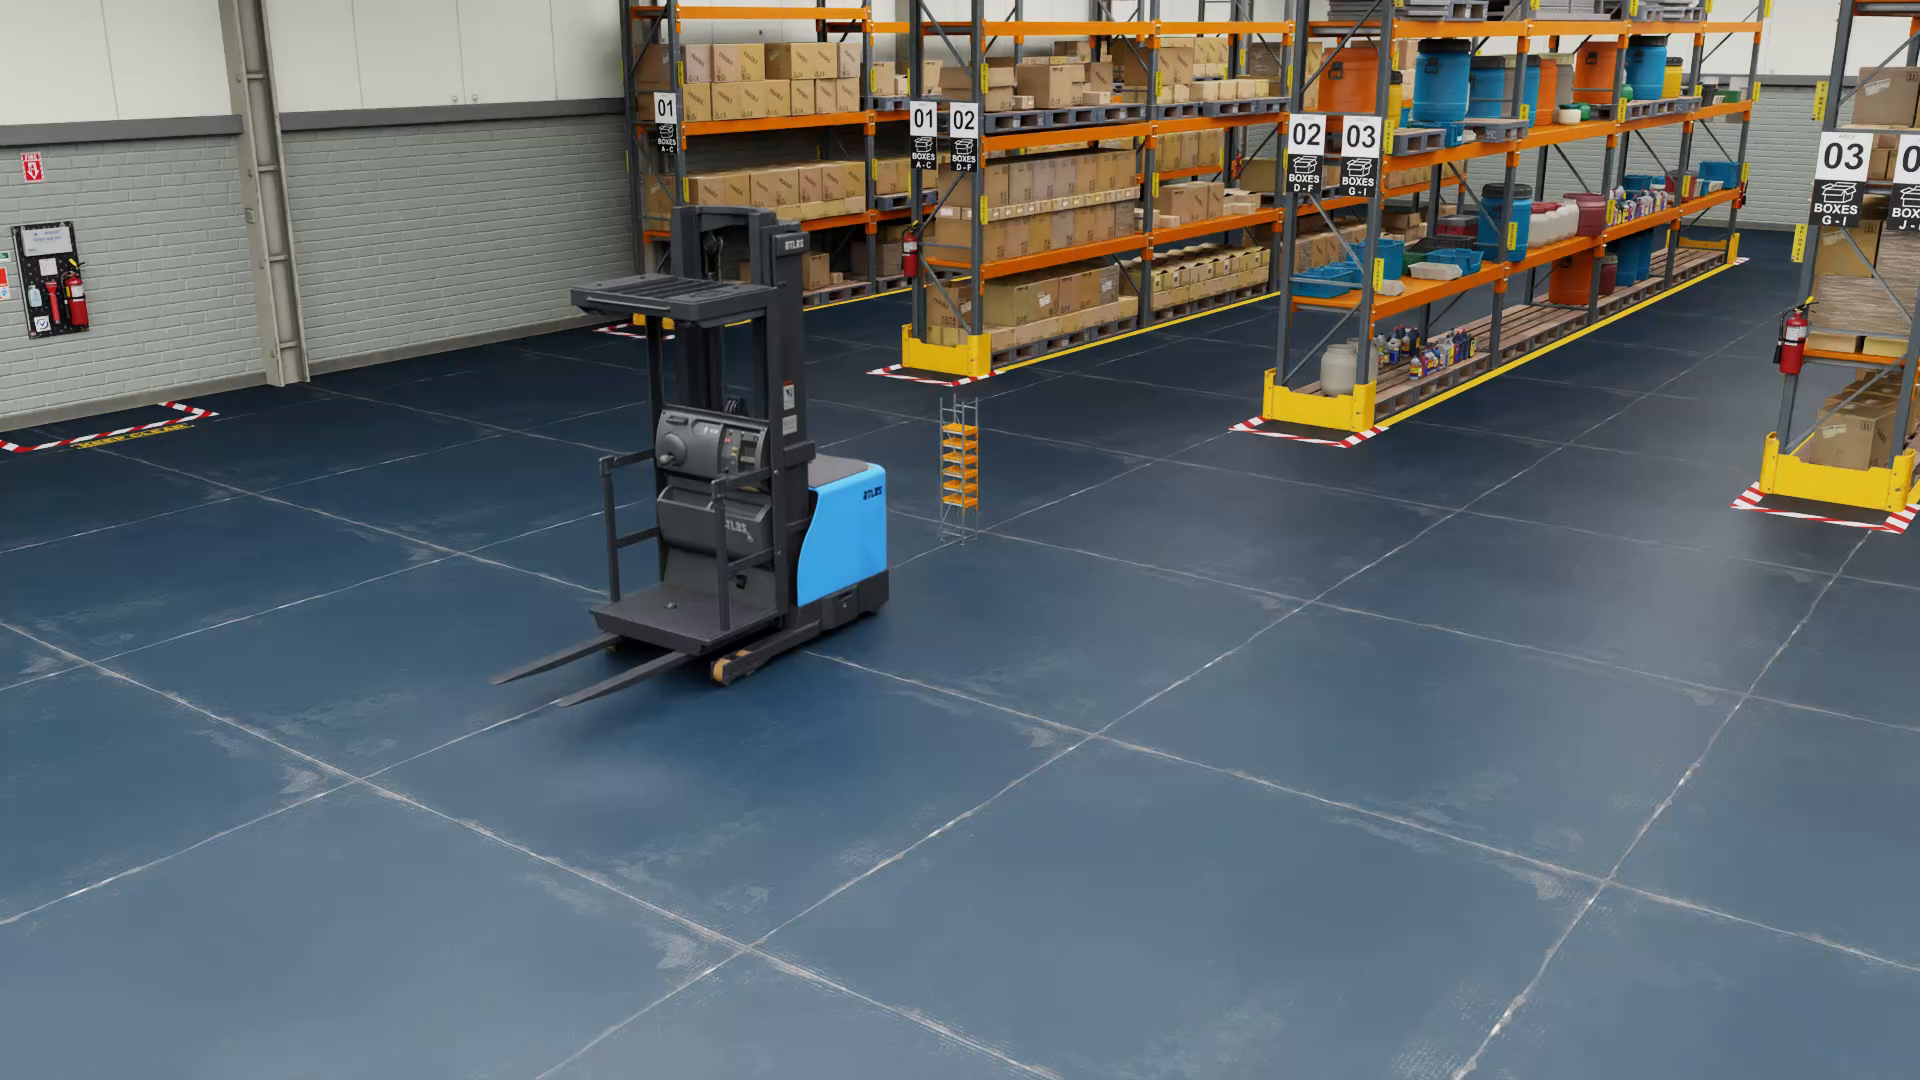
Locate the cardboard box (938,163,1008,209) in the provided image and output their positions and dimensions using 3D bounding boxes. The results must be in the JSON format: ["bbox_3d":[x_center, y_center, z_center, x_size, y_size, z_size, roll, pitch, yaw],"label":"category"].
[{"bbox_3d":[0.160,-4.333,20.283,0.700,0.500,0.500,13,21,35],"label":"cardboard box"}]

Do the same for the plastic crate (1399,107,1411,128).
[{"bbox_3d":[4.711,-4.600,18.469,0.392,0.384,0.575,12,21,35],"label":"plastic crate"}]

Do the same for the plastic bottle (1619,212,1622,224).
[{"bbox_3d":[9.547,-4.689,24.122,0.097,0.201,0.097,0,17,0],"label":"plastic bottle"}]

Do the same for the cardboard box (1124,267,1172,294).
[{"bbox_3d":[2.670,-3.707,23.605,0.500,0.311,0.500,13,21,35],"label":"cardboard box"}]

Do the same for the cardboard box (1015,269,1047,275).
[{"bbox_3d":[0.804,-3.330,22.072,0.500,0.500,0.500,12,21,35],"label":"cardboard box"}]

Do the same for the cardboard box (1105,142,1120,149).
[{"bbox_3d":[2.641,-7.199,31.163,0.500,0.500,0.500,13,21,35],"label":"cardboard box"}]

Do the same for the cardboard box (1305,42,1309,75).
[{"bbox_3d":[5.176,-7.632,26.349,0.500,0.500,0.500,12,21,35],"label":"cardboard box"}]

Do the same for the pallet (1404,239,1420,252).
[{"bbox_3d":[8.127,-5.526,31.182,1.003,0.211,1.213,12,21,35],"label":"pallet"}]

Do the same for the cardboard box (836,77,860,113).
[{"bbox_3d":[-1.861,-6.697,24.991,0.500,0.500,0.500,13,22,36],"label":"cardboard box"}]

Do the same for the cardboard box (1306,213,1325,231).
[{"bbox_3d":[5.911,-5.467,28.498,0.500,0.250,0.500,12,21,35],"label":"cardboard box"}]

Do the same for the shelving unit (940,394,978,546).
[{"bbox_3d":[-0.009,-0.570,13.555,0.258,1.200,0.189,12,21,35],"label":"shelving unit"}]

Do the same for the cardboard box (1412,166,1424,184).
[{"bbox_3d":[8.115,-6.765,30.301,0.500,0.500,0.500,12,21,34],"label":"cardboard box"}]

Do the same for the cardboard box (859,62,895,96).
[{"bbox_3d":[-1.367,-7.168,25.835,0.500,0.500,0.500,16,24,42],"label":"cardboard box"}]

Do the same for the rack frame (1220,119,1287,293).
[{"bbox_3d":[4.607,-5.450,26.235,1.000,3.000,0.127,12,21,35],"label":"rack frame"}]

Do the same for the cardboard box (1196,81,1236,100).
[{"bbox_3d":[3.734,-6.631,24.526,0.500,0.250,0.500,12,21,34],"label":"cardboard box"}]

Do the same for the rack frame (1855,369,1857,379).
[{"bbox_3d":[10.177,-2.746,17.527,1.000,3.000,0.127,12,21,35],"label":"rack frame"}]

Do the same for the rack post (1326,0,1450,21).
[{"bbox_3d":[4.369,-5.452,16.970,0.937,0.300,0.954,15,23,40],"label":"rack post"}]

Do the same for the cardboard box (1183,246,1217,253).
[{"bbox_3d":[3.753,-4.406,25.855,0.500,0.311,0.500,12,21,33],"label":"cardboard box"}]

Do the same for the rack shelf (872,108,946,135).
[{"bbox_3d":[-0.565,-6.937,27.179,1.077,0.370,4.000,12,21,35],"label":"rack shelf"}]

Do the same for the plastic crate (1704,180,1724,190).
[{"bbox_3d":[13.009,-6.155,28.851,0.396,0.136,0.243,12,21,35],"label":"plastic crate"}]

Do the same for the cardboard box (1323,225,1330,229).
[{"bbox_3d":[6.198,-5.218,28.961,0.500,0.500,0.500,13,21,35],"label":"cardboard box"}]

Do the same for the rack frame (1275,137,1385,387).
[{"bbox_3d":[3.816,-2.668,17.278,1.000,3.000,0.127,12,21,35],"label":"rack frame"}]

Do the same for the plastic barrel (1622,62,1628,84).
[{"bbox_3d":[9.518,-6.720,24.332,0.433,0.535,0.433,0,17,0],"label":"plastic barrel"}]

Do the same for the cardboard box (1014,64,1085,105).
[{"bbox_3d":[1.141,-5.876,21.433,0.797,0.503,0.637,15,23,41],"label":"cardboard box"}]

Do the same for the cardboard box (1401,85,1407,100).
[{"bbox_3d":[7.479,-7.835,29.113,0.500,0.250,0.500,12,21,35],"label":"cardboard box"}]

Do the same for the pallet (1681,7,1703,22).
[{"bbox_3d":[10.498,-7.908,25.027,1.003,0.211,1.213,12,21,35],"label":"pallet"}]

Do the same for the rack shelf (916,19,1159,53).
[{"bbox_3d":[1.032,-6.351,20.909,1.077,0.370,4.000,12,21,35],"label":"rack shelf"}]

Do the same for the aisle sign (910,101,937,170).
[{"bbox_3d":[-0.435,-4.822,19.830,0.394,0.787,0.004,12,21,35],"label":"aisle sign"}]

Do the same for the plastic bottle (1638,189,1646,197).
[{"bbox_3d":[10.455,-5.207,25.538,0.144,0.351,0.185,12,21,35],"label":"plastic bottle"}]

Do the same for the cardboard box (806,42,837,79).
[{"bbox_3d":[-2.157,-7.038,24.405,0.500,0.500,0.500,14,22,38],"label":"cardboard box"}]

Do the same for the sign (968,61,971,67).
[{"bbox_3d":[0.186,-8.141,28.840,0.100,0.325,0.005,12,21,35],"label":"sign"}]

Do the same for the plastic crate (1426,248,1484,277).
[{"bbox_3d":[5.758,-3.238,19.364,0.499,0.251,0.616,12,21,35],"label":"plastic crate"}]

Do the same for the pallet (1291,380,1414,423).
[{"bbox_3d":[4.312,-1.555,18.396,1.003,0.211,1.213,12,21,35],"label":"pallet"}]

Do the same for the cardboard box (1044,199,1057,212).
[{"bbox_3d":[1.013,-4.264,21.156,0.380,0.149,0.250,12,21,34],"label":"cardboard box"}]

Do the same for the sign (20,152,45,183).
[{"bbox_3d":[-9.581,-3.850,17.175,0.001,0.298,0.199,12,21,35],"label":"sign"}]

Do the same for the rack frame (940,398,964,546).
[{"bbox_3d":[-0.063,-0.548,13.485,0.240,1.200,0.006,12,21,35],"label":"rack frame"}]

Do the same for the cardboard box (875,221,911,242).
[{"bbox_3d":[-1.072,-5.030,27.091,0.500,0.250,0.500,12,21,34],"label":"cardboard box"}]

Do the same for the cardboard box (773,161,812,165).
[{"bbox_3d":[-2.516,-5.470,25.255,0.500,0.500,0.500,12,21,34],"label":"cardboard box"}]

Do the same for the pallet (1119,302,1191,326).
[{"bbox_3d":[2.631,-3.348,24.168,1.003,0.211,1.213,12,21,35],"label":"pallet"}]

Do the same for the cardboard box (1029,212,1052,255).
[{"bbox_3d":[0.738,-3.944,21.218,0.700,0.500,0.500,13,21,35],"label":"cardboard box"}]

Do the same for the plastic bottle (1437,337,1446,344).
[{"bbox_3d":[5.799,-2.300,19.944,0.152,0.276,0.135,12,21,35],"label":"plastic bottle"}]

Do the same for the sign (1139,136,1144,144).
[{"bbox_3d":[3.451,-7.698,31.658,0.100,0.325,0.005,12,21,35],"label":"sign"}]

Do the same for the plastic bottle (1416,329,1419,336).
[{"bbox_3d":[5.573,-2.435,20.365,0.061,0.283,0.133,12,21,35],"label":"plastic bottle"}]

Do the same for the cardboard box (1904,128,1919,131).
[{"bbox_3d":[8.427,-3.496,14.465,0.380,0.149,0.250,12,21,34],"label":"cardboard box"}]

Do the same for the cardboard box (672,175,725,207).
[{"bbox_3d":[-3.614,-4.775,23.018,0.500,0.500,0.500,12,21,35],"label":"cardboard box"}]

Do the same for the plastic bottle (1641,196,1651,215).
[{"bbox_3d":[10.393,-5.077,25.243,0.152,0.276,0.135,12,21,35],"label":"plastic bottle"}]

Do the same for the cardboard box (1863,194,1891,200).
[{"bbox_3d":[9.110,-3.112,16.352,0.500,0.500,0.500,12,21,35],"label":"cardboard box"}]

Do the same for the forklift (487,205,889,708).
[{"bbox_3d":[-1.765,-0.627,10.821,1.130,2.935,3.031,12,21,33],"label":"forklift"}]

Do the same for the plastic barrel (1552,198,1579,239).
[{"bbox_3d":[8.141,-4.344,22.486,0.421,0.512,0.421,0,17,0],"label":"plastic barrel"}]

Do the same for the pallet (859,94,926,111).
[{"bbox_3d":[-1.303,-6.843,25.979,1.213,0.211,1.003,12,21,35],"label":"pallet"}]

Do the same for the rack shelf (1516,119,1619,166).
[{"bbox_3d":[7.391,-5.186,21.541,1.077,0.370,4.000,12,21,35],"label":"rack shelf"}]

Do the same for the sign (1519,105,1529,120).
[{"bbox_3d":[6.635,-4.958,19.578,0.100,0.325,0.005,12,21,35],"label":"sign"}]

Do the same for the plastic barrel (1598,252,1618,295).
[{"bbox_3d":[9.534,-4.011,24.960,0.600,0.588,0.708,12,21,35],"label":"plastic barrel"}]

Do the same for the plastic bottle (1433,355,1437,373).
[{"bbox_3d":[5.470,-2.048,19.256,0.097,0.201,0.097,0,17,0],"label":"plastic bottle"}]

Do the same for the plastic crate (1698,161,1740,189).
[{"bbox_3d":[13.300,-6.412,29.172,0.616,0.435,0.499,12,21,35],"label":"plastic crate"}]
